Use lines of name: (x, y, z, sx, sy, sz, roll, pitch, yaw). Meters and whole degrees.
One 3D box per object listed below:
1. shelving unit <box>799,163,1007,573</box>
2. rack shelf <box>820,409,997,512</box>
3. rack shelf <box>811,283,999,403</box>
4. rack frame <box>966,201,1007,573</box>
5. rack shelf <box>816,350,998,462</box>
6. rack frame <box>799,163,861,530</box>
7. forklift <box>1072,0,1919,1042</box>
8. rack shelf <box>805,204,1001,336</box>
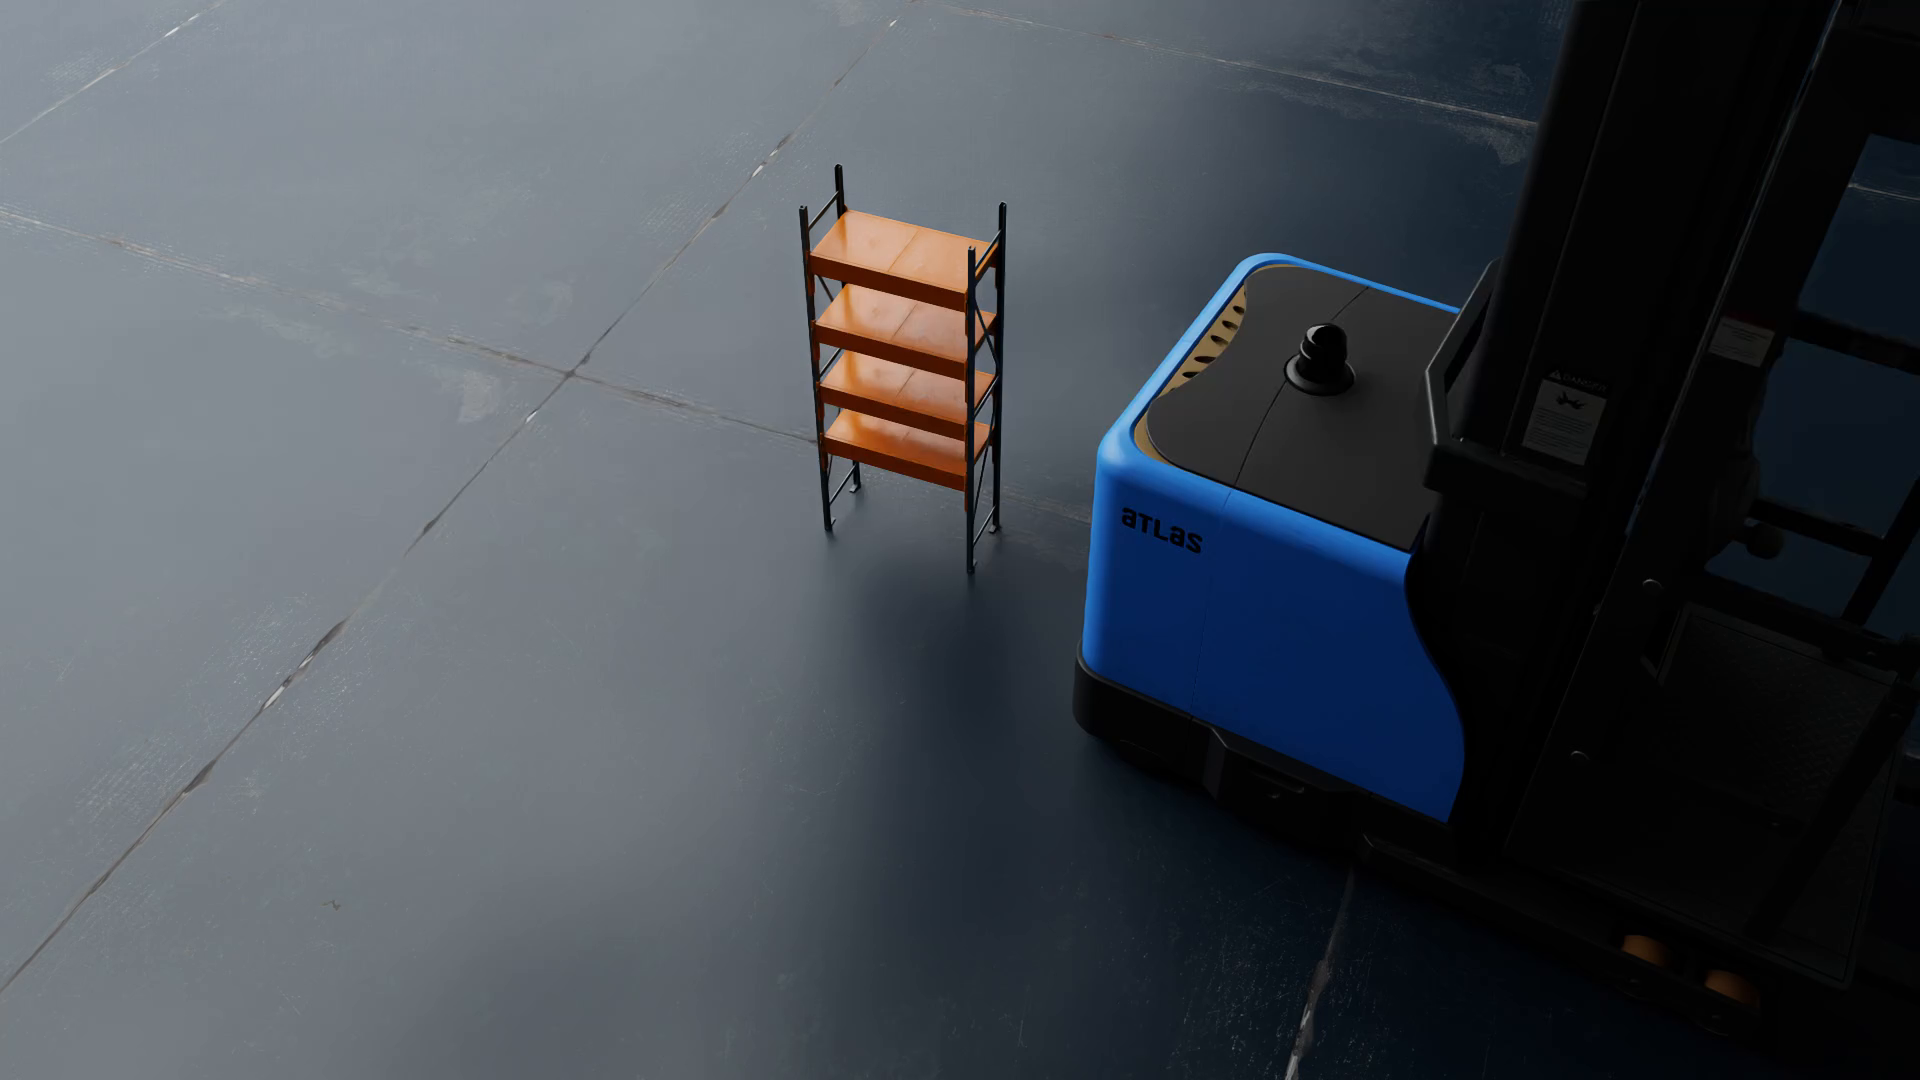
shelving unit: (-0.153, -0.470, 4.872, 0.503, 1.200, 0.258, 16, 47, 16)
rack shelf: (-0.153, -0.282, 5.059, 0.480, 0.148, 0.258, 16, 47, 16)
rack shelf: (-0.153, -0.581, 4.762, 0.480, 0.148, 0.258, 16, 47, 16)
rack frame: (0.072, -0.404, 4.805, 0.015, 1.200, 0.240, 16, 47, 16)
rack shelf: (-0.153, -0.423, 4.919, 0.480, 0.148, 0.258, 16, 47, 16)
rack frame: (-0.378, -0.537, 4.939, 0.015, 1.200, 0.240, 16, 47, 16)
forklift: (1.850, -0.270, 3.443, 3.031, 2.935, 1.130, 22, 49, 21)
rack shelf: (-0.153, -0.749, 4.595, 0.480, 0.148, 0.258, 16, 47, 16)
